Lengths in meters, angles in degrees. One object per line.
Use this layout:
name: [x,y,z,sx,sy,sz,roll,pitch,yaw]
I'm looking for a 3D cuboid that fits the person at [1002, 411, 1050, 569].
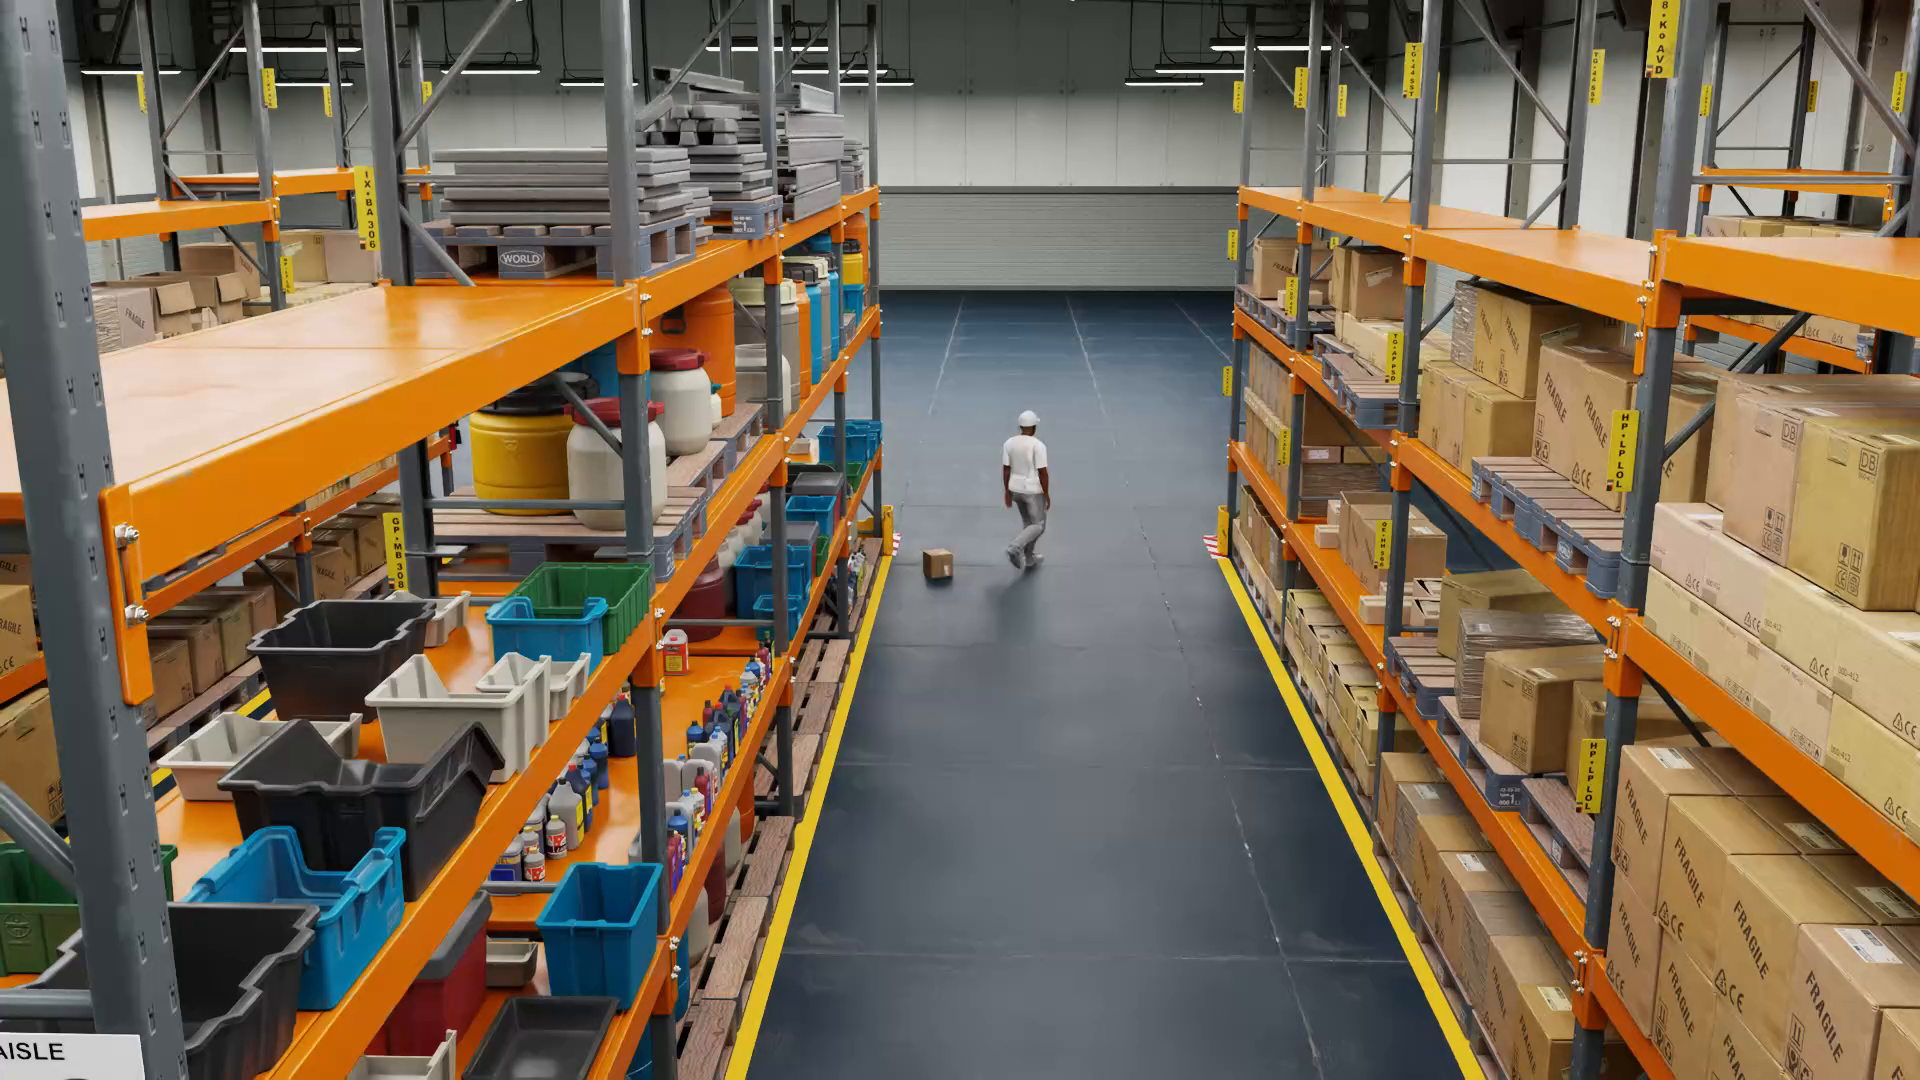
person: [0.707,-0.526,18.043,0.579,1.748,0.795,12,18,40]
